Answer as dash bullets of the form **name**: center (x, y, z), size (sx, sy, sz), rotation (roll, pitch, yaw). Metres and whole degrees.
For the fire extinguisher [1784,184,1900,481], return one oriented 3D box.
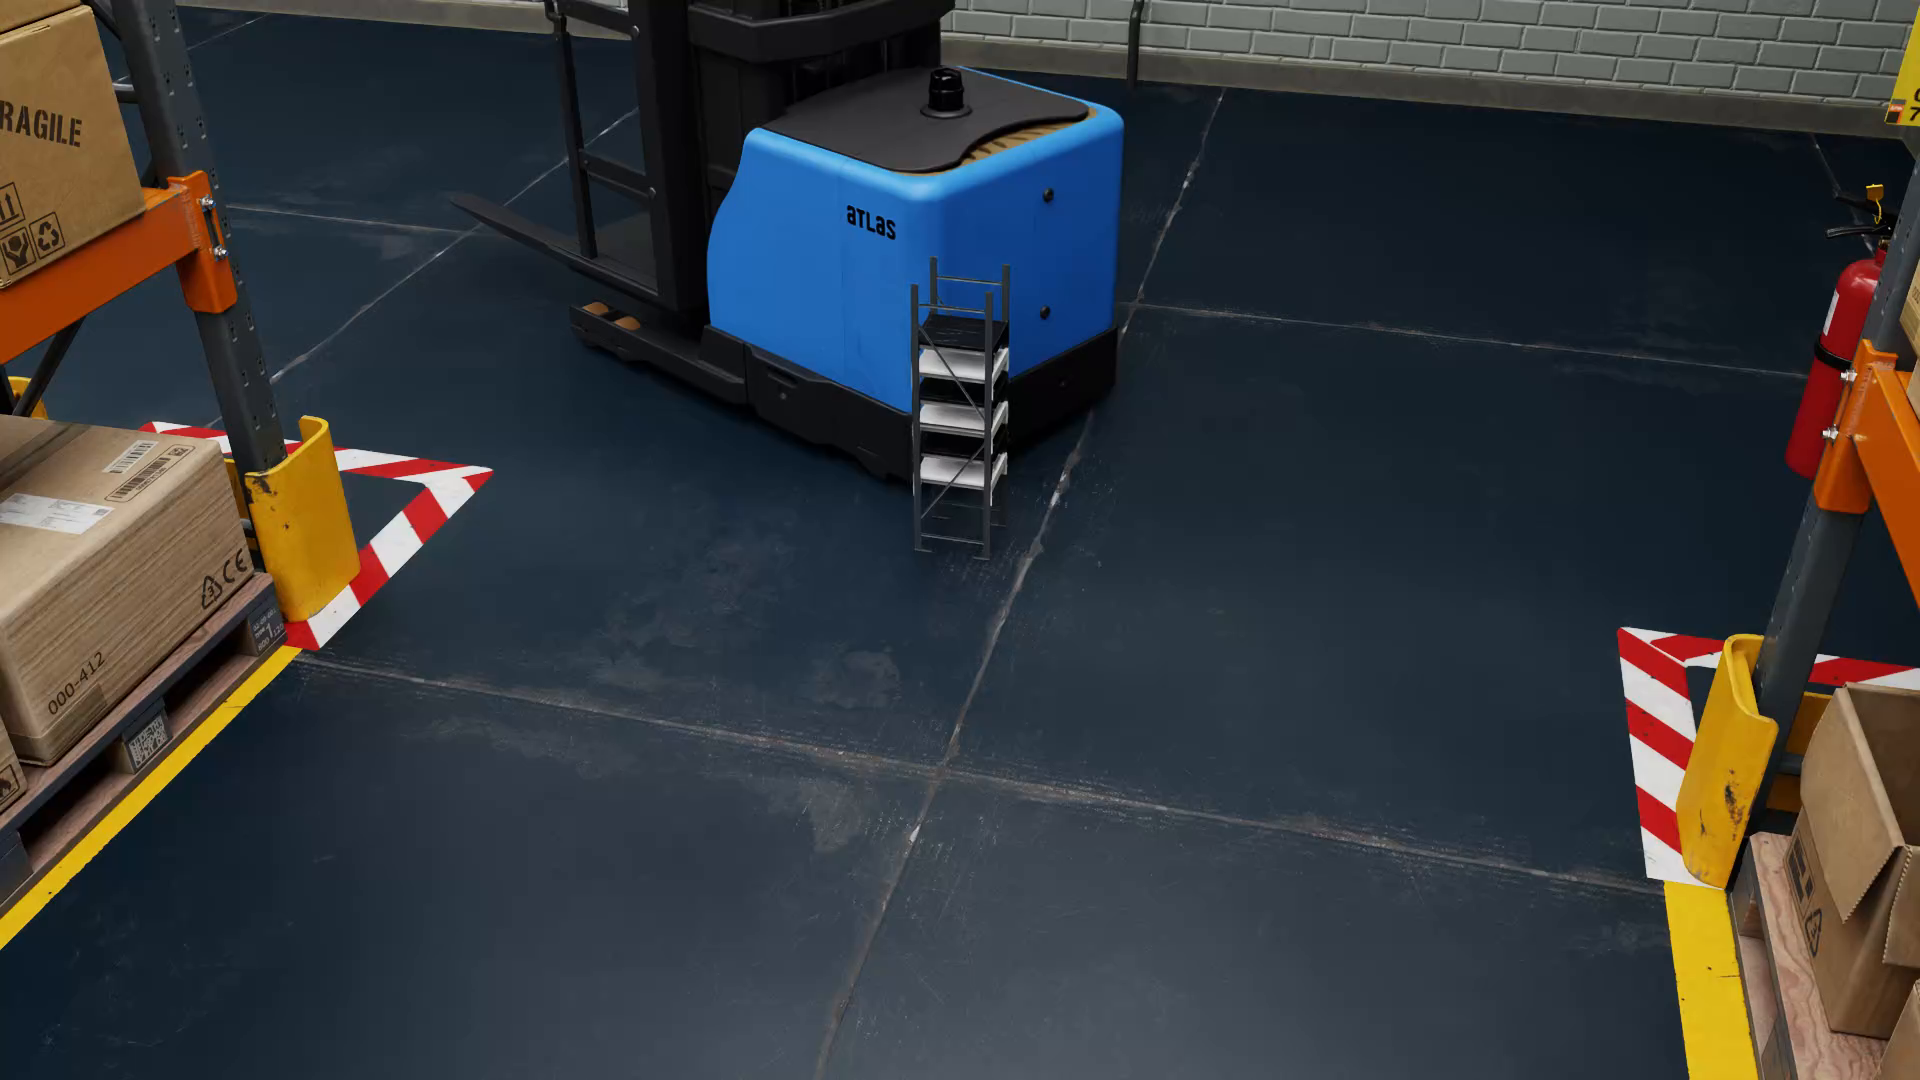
- **fire extinguisher**: center (1.953, -0.448, 3.578), size (0.296, 0.674, 0.183), rotation (8, 33, 12)

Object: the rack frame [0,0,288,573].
- **rack frame**: center (-2.439, -1.172, 4.298), size (1.000, 3.000, 0.127), rotation (8, 33, 12)

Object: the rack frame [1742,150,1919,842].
- **rack frame**: center (2.363, -0.498, 3.238), size (1.000, 3.000, 0.127), rotation (8, 33, 12)

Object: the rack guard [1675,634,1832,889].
- **rack guard**: center (2.344, 0.596, 3.847), size (1.175, 0.500, 0.348), rotation (8, 33, 12)

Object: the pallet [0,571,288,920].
- **pallet**: center (-2.567, 0.430, 4.377), size (1.003, 0.211, 1.213), rotation (8, 33, 12)

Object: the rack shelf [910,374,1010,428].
- **rack shelf**: center (0.002, -0.432, 4.985), size (0.258, 0.077, 0.200), rotation (8, 33, 12)

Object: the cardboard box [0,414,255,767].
- **cardboard box**: center (-2.510, 0.088, 4.313), size (0.875, 0.438, 0.875), rotation (7, 33, 11)

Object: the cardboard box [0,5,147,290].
- **cardboard box**: center (-2.306, -0.928, 3.821), size (0.500, 0.500, 0.500), rotation (8, 33, 13)

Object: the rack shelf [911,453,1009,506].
- **rack shelf**: center (0.002, -0.204, 5.130), size (0.258, 0.077, 0.200), rotation (8, 33, 12)

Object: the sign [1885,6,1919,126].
- **sign**: center (1.838, -0.938, 3.122), size (0.100, 0.325, 0.005), rotation (8, 33, 12)

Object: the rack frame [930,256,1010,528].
- **rack frame**: center (0.028, -0.437, 5.098), size (0.240, 0.900, 0.006), rotation (8, 33, 12)

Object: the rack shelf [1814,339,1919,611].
- **rack shelf**: center (1.855, 0.843, 1.799), size (1.077, 0.370, 4.000), rotation (8, 33, 12)

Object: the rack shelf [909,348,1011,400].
- **rack shelf**: center (0.002, -0.508, 4.937), size (0.258, 0.077, 0.200), rotation (8, 33, 12)

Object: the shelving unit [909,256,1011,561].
- **shelving unit**: center (0.002, -0.384, 5.015), size (0.258, 0.900, 0.210), rotation (8, 33, 12)

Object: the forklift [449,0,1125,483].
- **forklift**: center (-0.862, -2.097, 5.816), size (3.031, 2.935, 1.130), rotation (26, 41, 35)

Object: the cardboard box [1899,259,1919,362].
- **cardboard box**: center (1.987, -0.362, 2.886), size (0.500, 0.250, 0.500), rotation (8, 33, 13)

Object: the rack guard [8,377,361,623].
- **rack guard**: center (-2.433, -0.130, 4.988), size (1.175, 0.500, 0.348), rotation (8, 33, 12)

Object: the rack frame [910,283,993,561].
- **rack frame**: center (-0.024, -0.331, 4.932), size (0.240, 0.900, 0.006), rotation (8, 33, 12)

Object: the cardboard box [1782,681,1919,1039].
- **cardboard box**: center (2.116, 0.682, 3.316), size (0.797, 0.503, 0.637), rotation (7, 33, 10)

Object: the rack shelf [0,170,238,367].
- **rack shelf**: center (-2.947, 0.169, 2.859), size (1.077, 0.370, 4.000), rotation (8, 33, 12)

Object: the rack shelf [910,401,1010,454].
- **rack shelf**: center (0.002, -0.356, 5.033), size (0.258, 0.077, 0.200), rotation (8, 33, 12)

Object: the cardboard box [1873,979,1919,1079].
- **cardboard box**: center (1.861, 1.122, 2.628), size (0.700, 0.500, 0.500), rotation (9, 34, 14)

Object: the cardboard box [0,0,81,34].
- **cardboard box**: center (-2.331, -1.354, 3.559), size (0.500, 0.500, 0.500), rotation (9, 34, 14)

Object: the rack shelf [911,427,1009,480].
- **rack shelf**: center (0.002, -0.280, 5.081), size (0.258, 0.077, 0.200), rotation (8, 33, 12)

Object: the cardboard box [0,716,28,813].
- **cardboard box**: center (-2.734, 0.564, 3.564), size (0.875, 0.438, 0.875), rotation (9, 34, 14)

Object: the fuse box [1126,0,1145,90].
- **fuse box**: center (0.964, -3.196, 8.683), size (0.539, 1.711, 0.414), rotation (8, 33, 12)

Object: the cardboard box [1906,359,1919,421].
- **cardboard box**: center (2.014, -0.259, 3.096), size (0.380, 0.149, 0.250), rotation (8, 33, 12)

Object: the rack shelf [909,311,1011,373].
- **rack shelf**: center (0.002, -0.584, 4.888), size (0.258, 0.077, 0.200), rotation (8, 33, 12)

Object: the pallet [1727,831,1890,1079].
- **pallet**: center (2.142, 1.132, 3.273), size (1.003, 0.211, 1.213), rotation (8, 33, 12)
